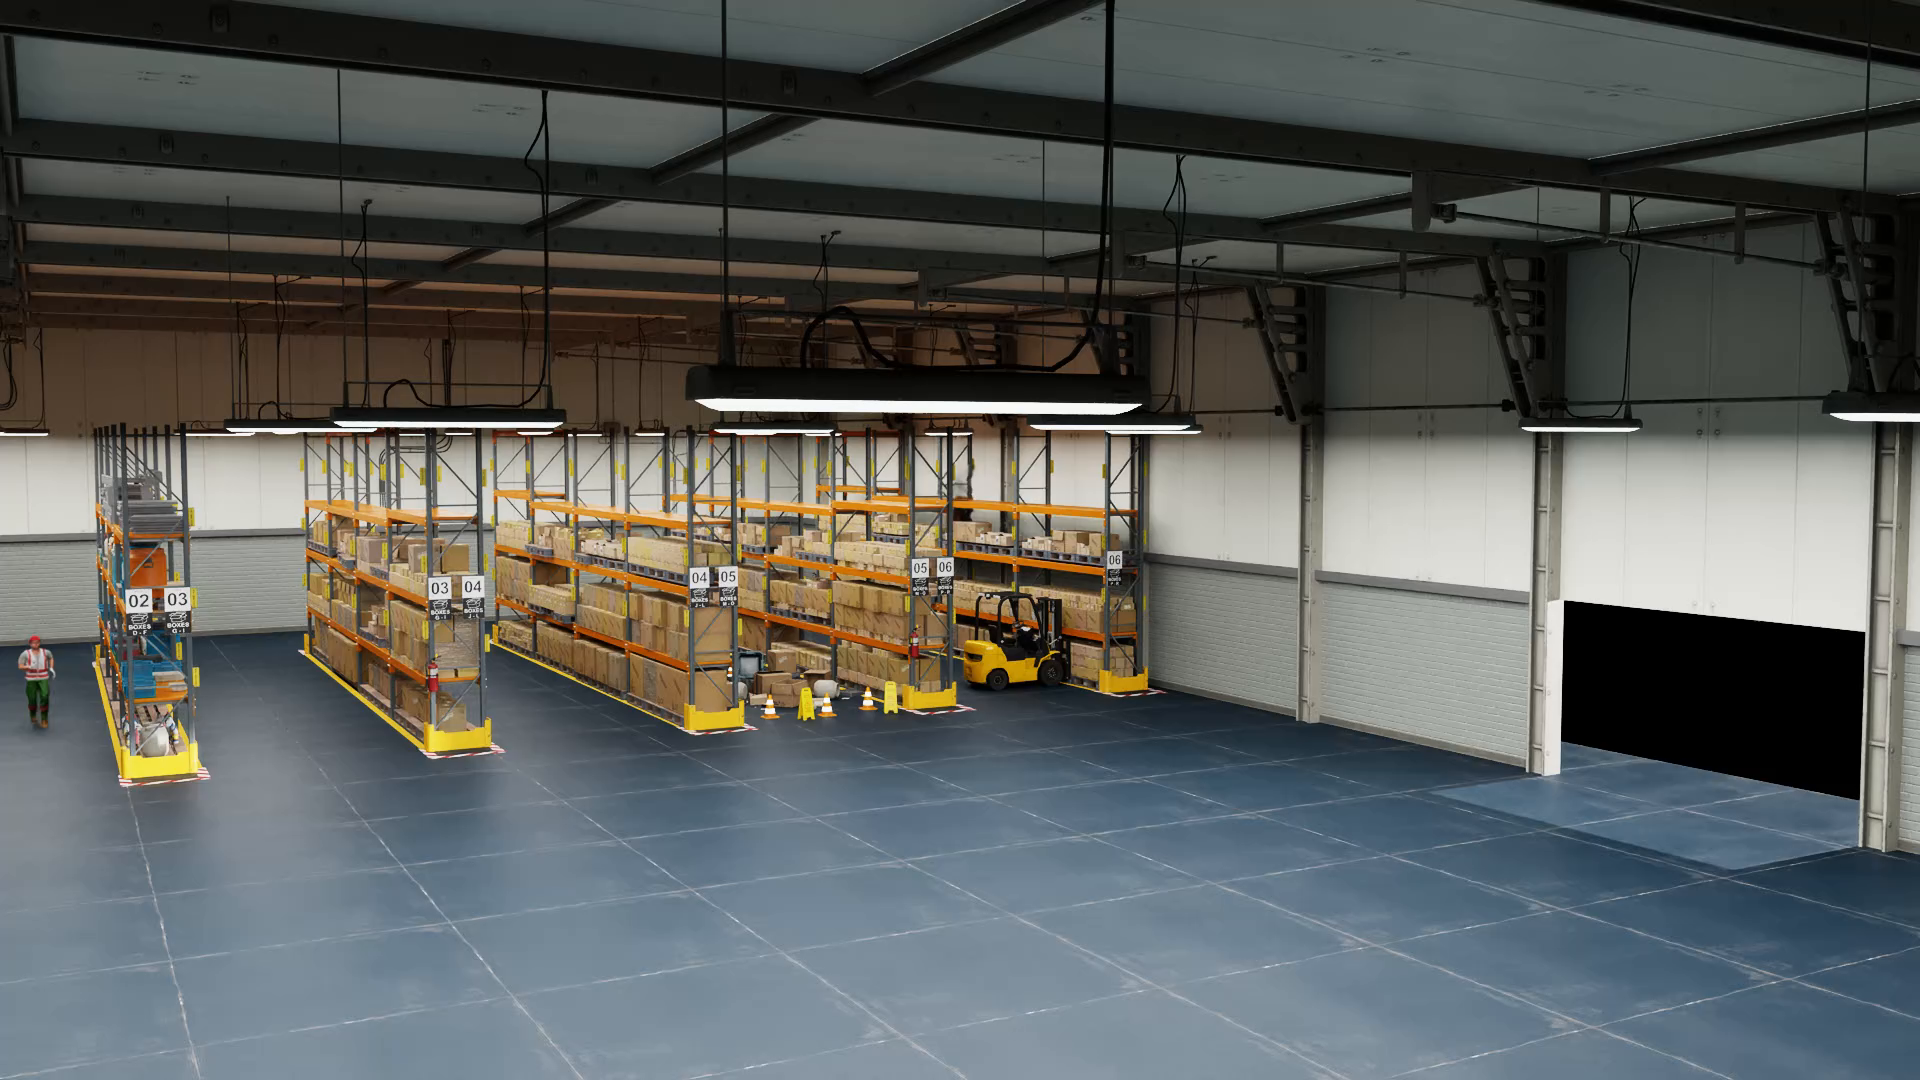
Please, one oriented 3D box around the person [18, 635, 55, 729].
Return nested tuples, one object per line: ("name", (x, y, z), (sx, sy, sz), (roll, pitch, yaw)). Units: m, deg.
("person", (-18.383, 2.816, 33.117), (0.633, 1.845, 0.791), (-2, 4, -32))
